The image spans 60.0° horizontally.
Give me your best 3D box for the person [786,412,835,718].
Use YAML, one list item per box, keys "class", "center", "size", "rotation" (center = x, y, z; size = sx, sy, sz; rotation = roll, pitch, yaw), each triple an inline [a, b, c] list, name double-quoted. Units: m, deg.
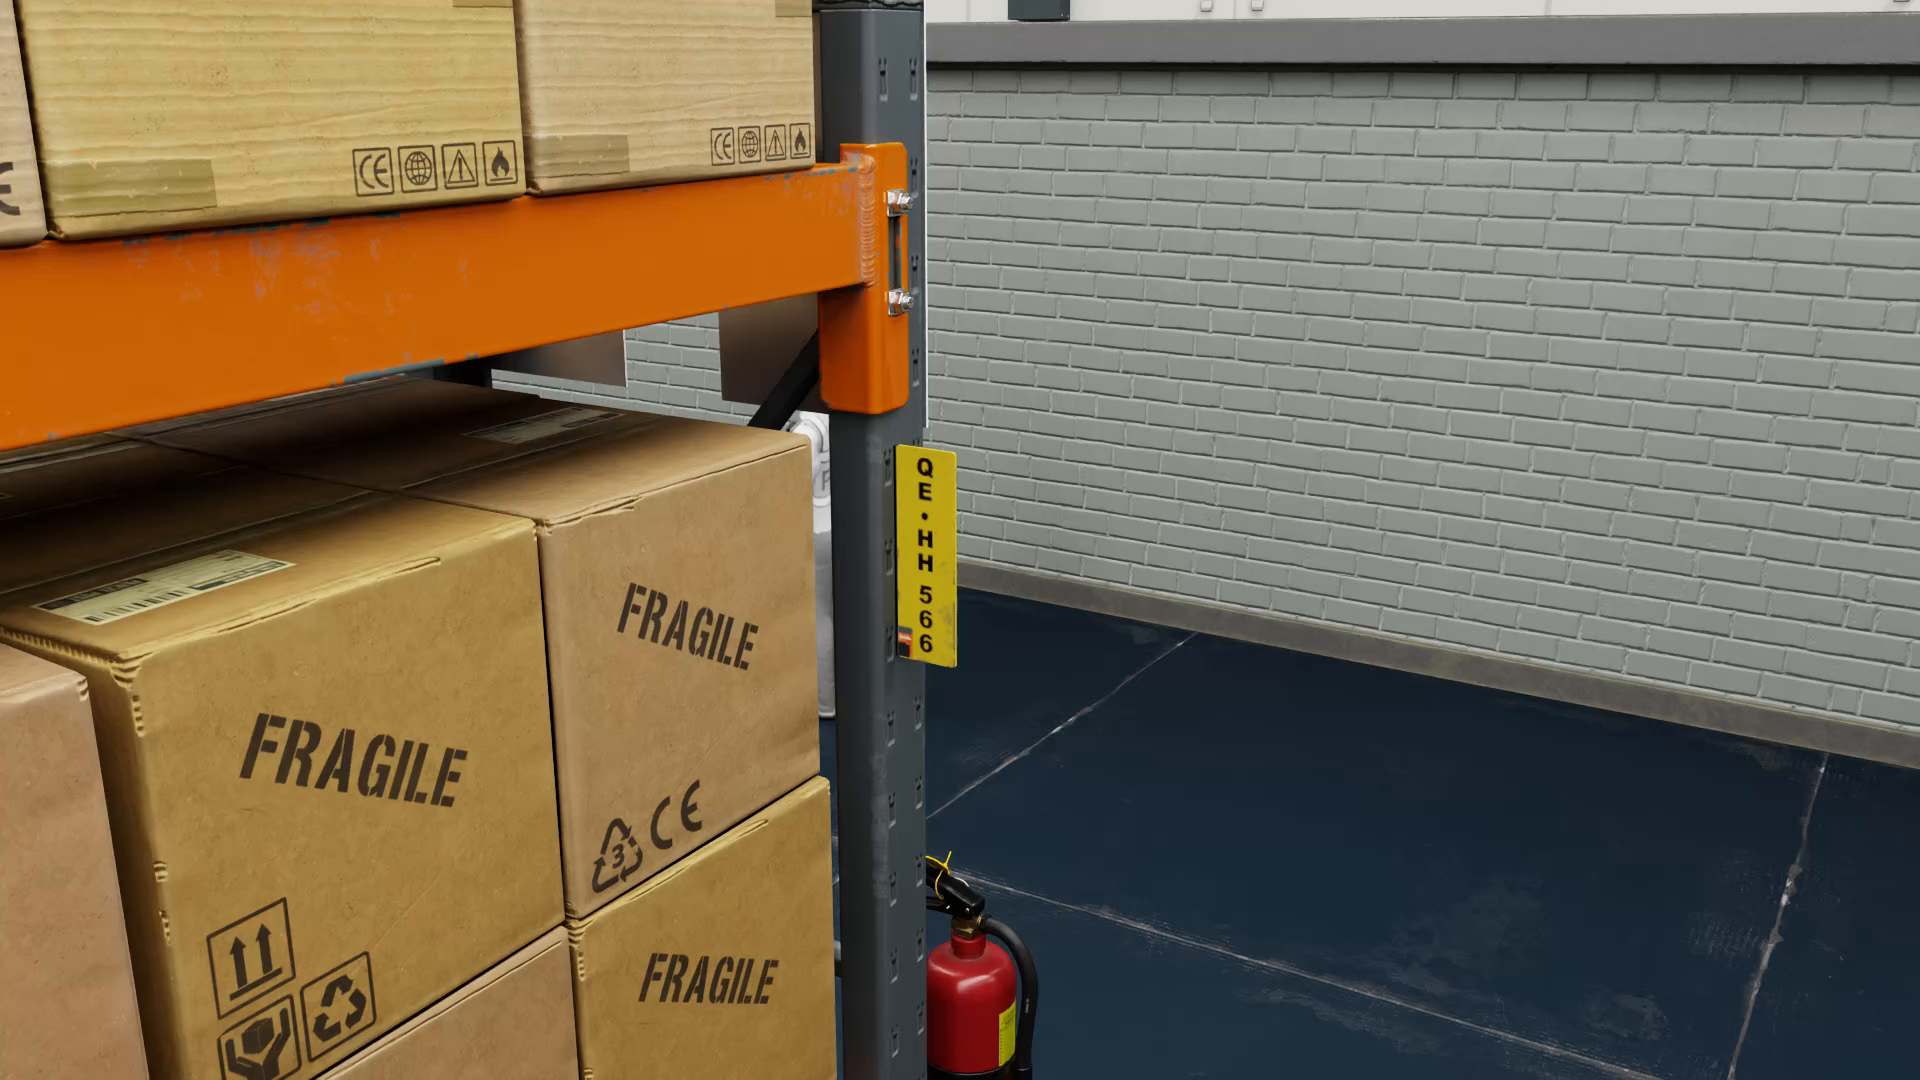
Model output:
- class: "person"
  center: [-0.634, -0.004, 7.573]
  size: [0.338, 1.726, 0.443]
  rotation: [10, 19, 31]
